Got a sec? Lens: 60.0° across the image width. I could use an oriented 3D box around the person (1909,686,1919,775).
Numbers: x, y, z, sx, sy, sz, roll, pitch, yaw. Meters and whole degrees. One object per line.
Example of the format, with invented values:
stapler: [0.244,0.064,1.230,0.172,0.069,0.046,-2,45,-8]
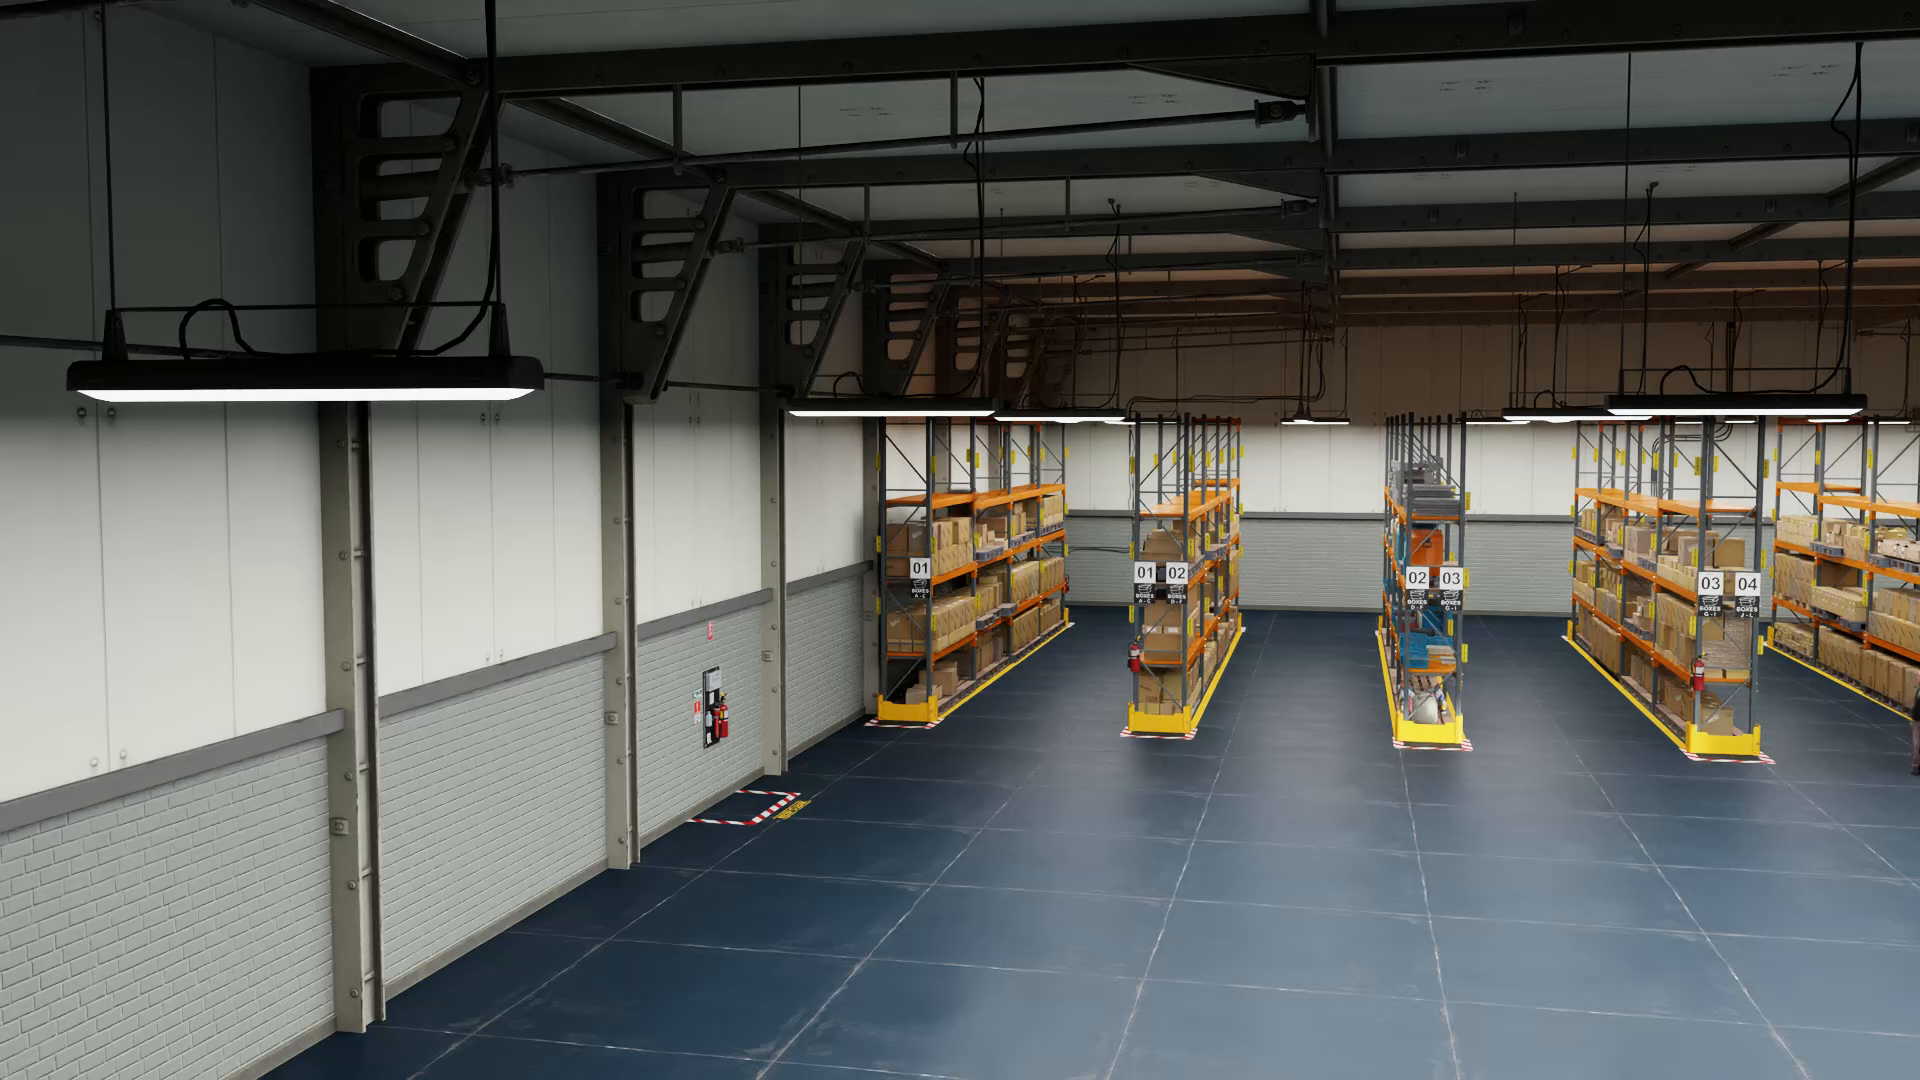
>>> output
person: [15.887,3.010,27.348,0.414,1.727,0.542,-2,5,-32]
